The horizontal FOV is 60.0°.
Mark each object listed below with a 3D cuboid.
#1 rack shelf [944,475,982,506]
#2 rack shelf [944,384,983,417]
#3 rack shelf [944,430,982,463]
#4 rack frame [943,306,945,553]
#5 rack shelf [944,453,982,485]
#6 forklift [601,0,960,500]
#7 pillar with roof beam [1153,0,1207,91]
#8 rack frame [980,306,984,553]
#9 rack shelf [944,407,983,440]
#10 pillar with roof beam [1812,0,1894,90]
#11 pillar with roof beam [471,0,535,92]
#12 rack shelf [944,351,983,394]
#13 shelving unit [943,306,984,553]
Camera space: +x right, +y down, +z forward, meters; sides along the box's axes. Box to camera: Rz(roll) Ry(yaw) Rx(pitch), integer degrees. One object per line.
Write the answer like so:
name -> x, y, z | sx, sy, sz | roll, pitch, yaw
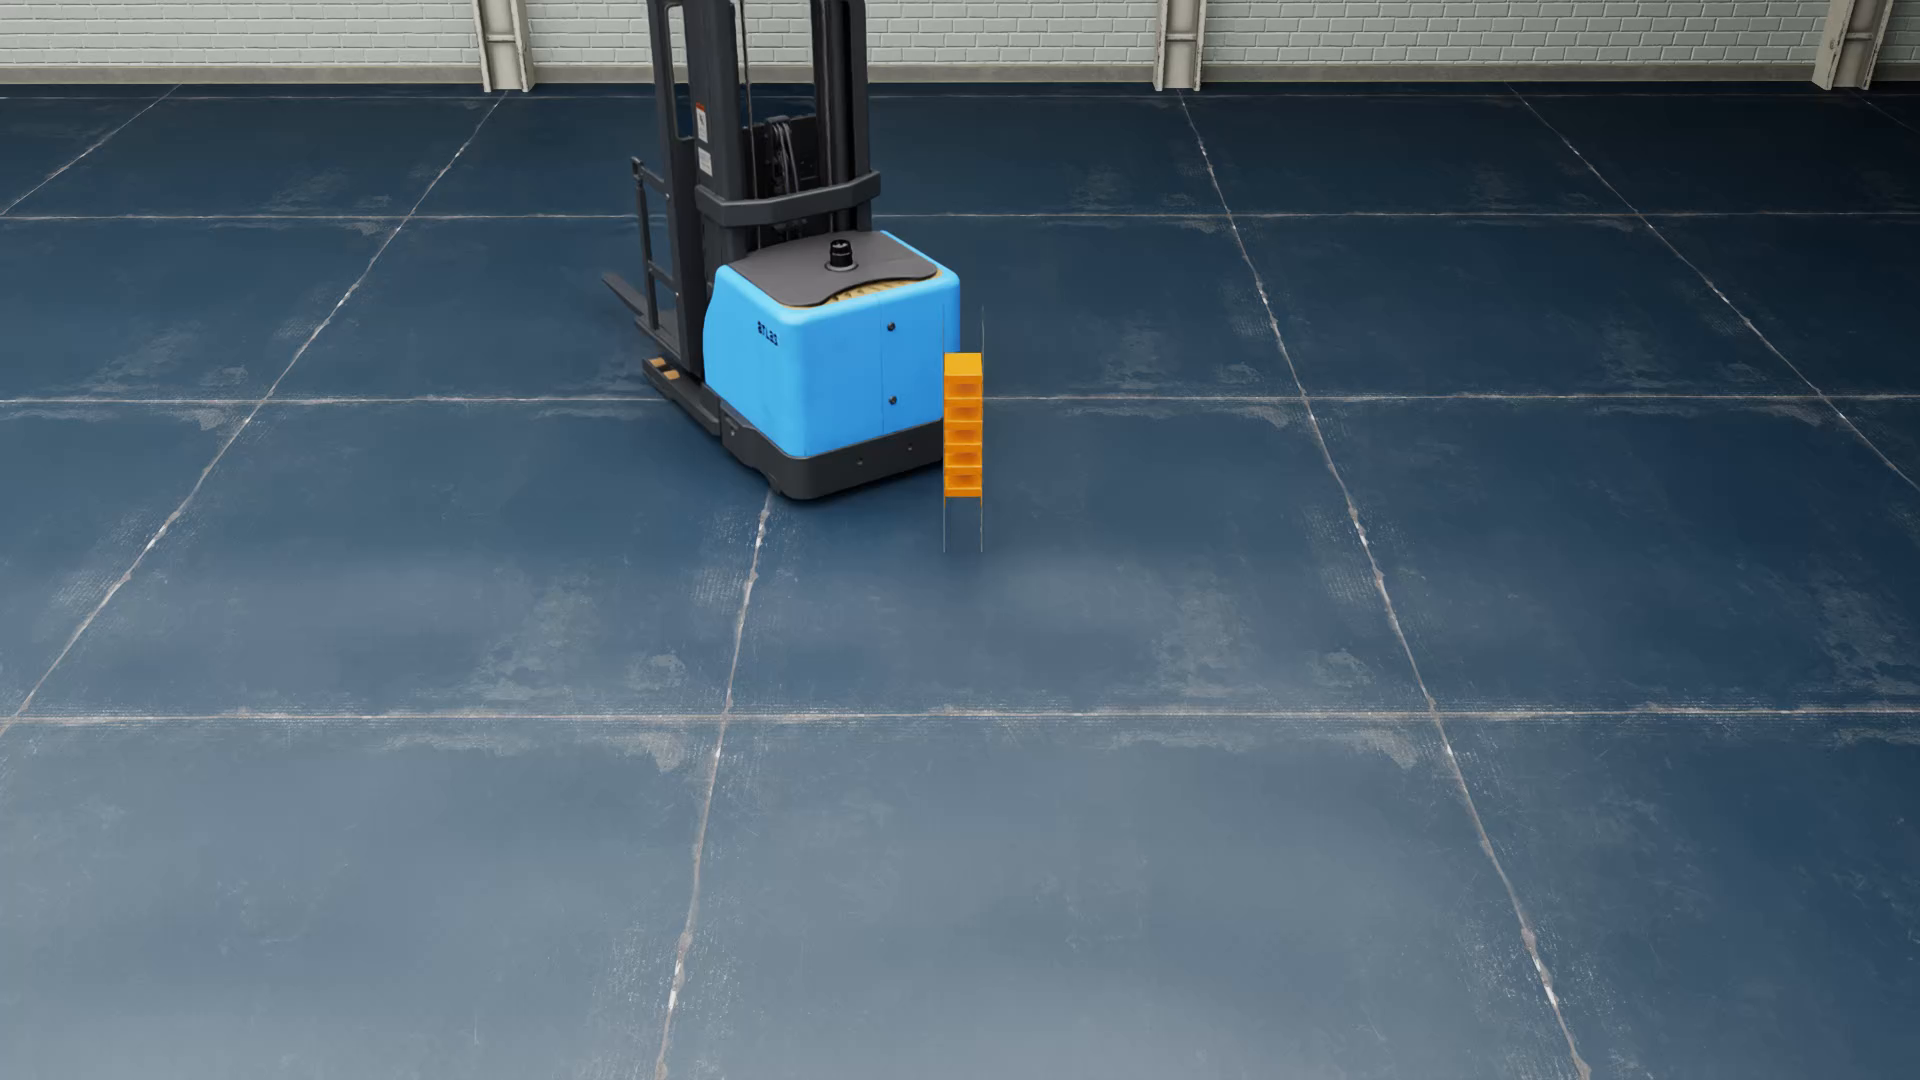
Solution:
rack shelf -> 0.014, -0.270, 8.086 | 0.180, 0.103, 0.258 | 0, 31, 0
rack shelf -> 0.014, -0.680, 7.837 | 0.180, 0.103, 0.258 | 0, 31, 0
rack shelf -> 0.014, -0.475, 7.962 | 0.180, 0.103, 0.258 | 0, 31, 0
rack frame -> -0.077, -0.513, 7.938 | 0.006, 1.200, 0.240 | 0, 31, 0
rack shelf -> 0.014, -0.372, 8.024 | 0.180, 0.103, 0.258 | 0, 31, 0
forklift -> -1.196, -2.183, 9.023 | 1.130, 2.935, 3.031 | -18, 36, -27
pillar with roof beam -> 1.977, -5.713, 8.990 | 0.400, 9.000, 9.100 | 0, 31, 0
rack frame -> 0.106, -0.513, 7.939 | 0.006, 1.200, 0.240 | 0, 31, 0
rack shelf -> 0.014, -0.578, 7.900 | 0.180, 0.103, 0.258 | 0, 31, 0
pillar with roof beam -> 7.977, -5.732, 9.021 | 0.400, 9.000, 9.100 | 0, 31, 0
pillar with roof beam -> -4.023, -5.694, 8.960 | 0.400, 9.000, 9.100 | 0, 31, 0
rack shelf -> 0.014, -0.783, 7.775 | 0.180, 0.103, 0.258 | 0, 31, 0
shelving unit -> 0.014, -0.513, 7.939 | 0.189, 1.200, 0.258 | 0, 31, 0
